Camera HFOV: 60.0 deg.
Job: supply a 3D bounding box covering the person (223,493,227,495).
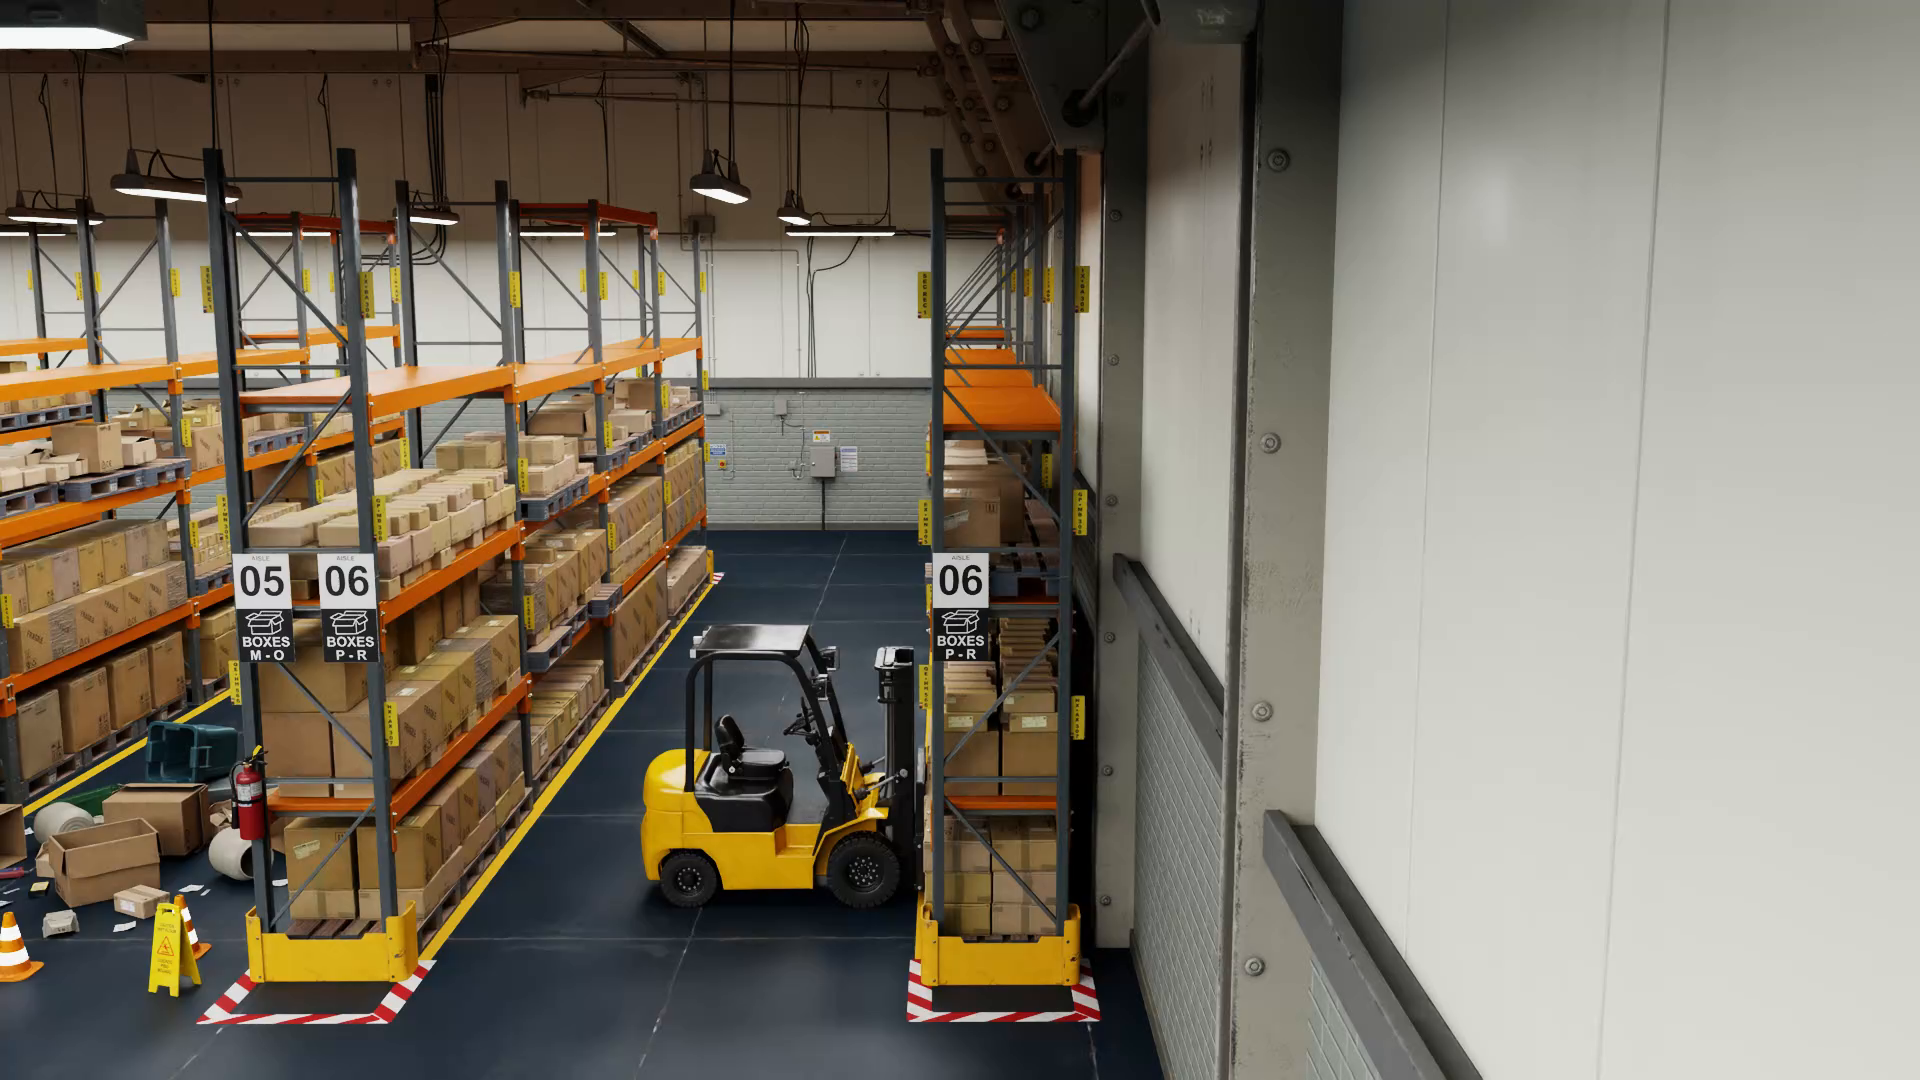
[{"bbox_3d":[-11.495,0.120,26.167,0.673,1.761,0.665,1,9,4],"label":"person"}]
